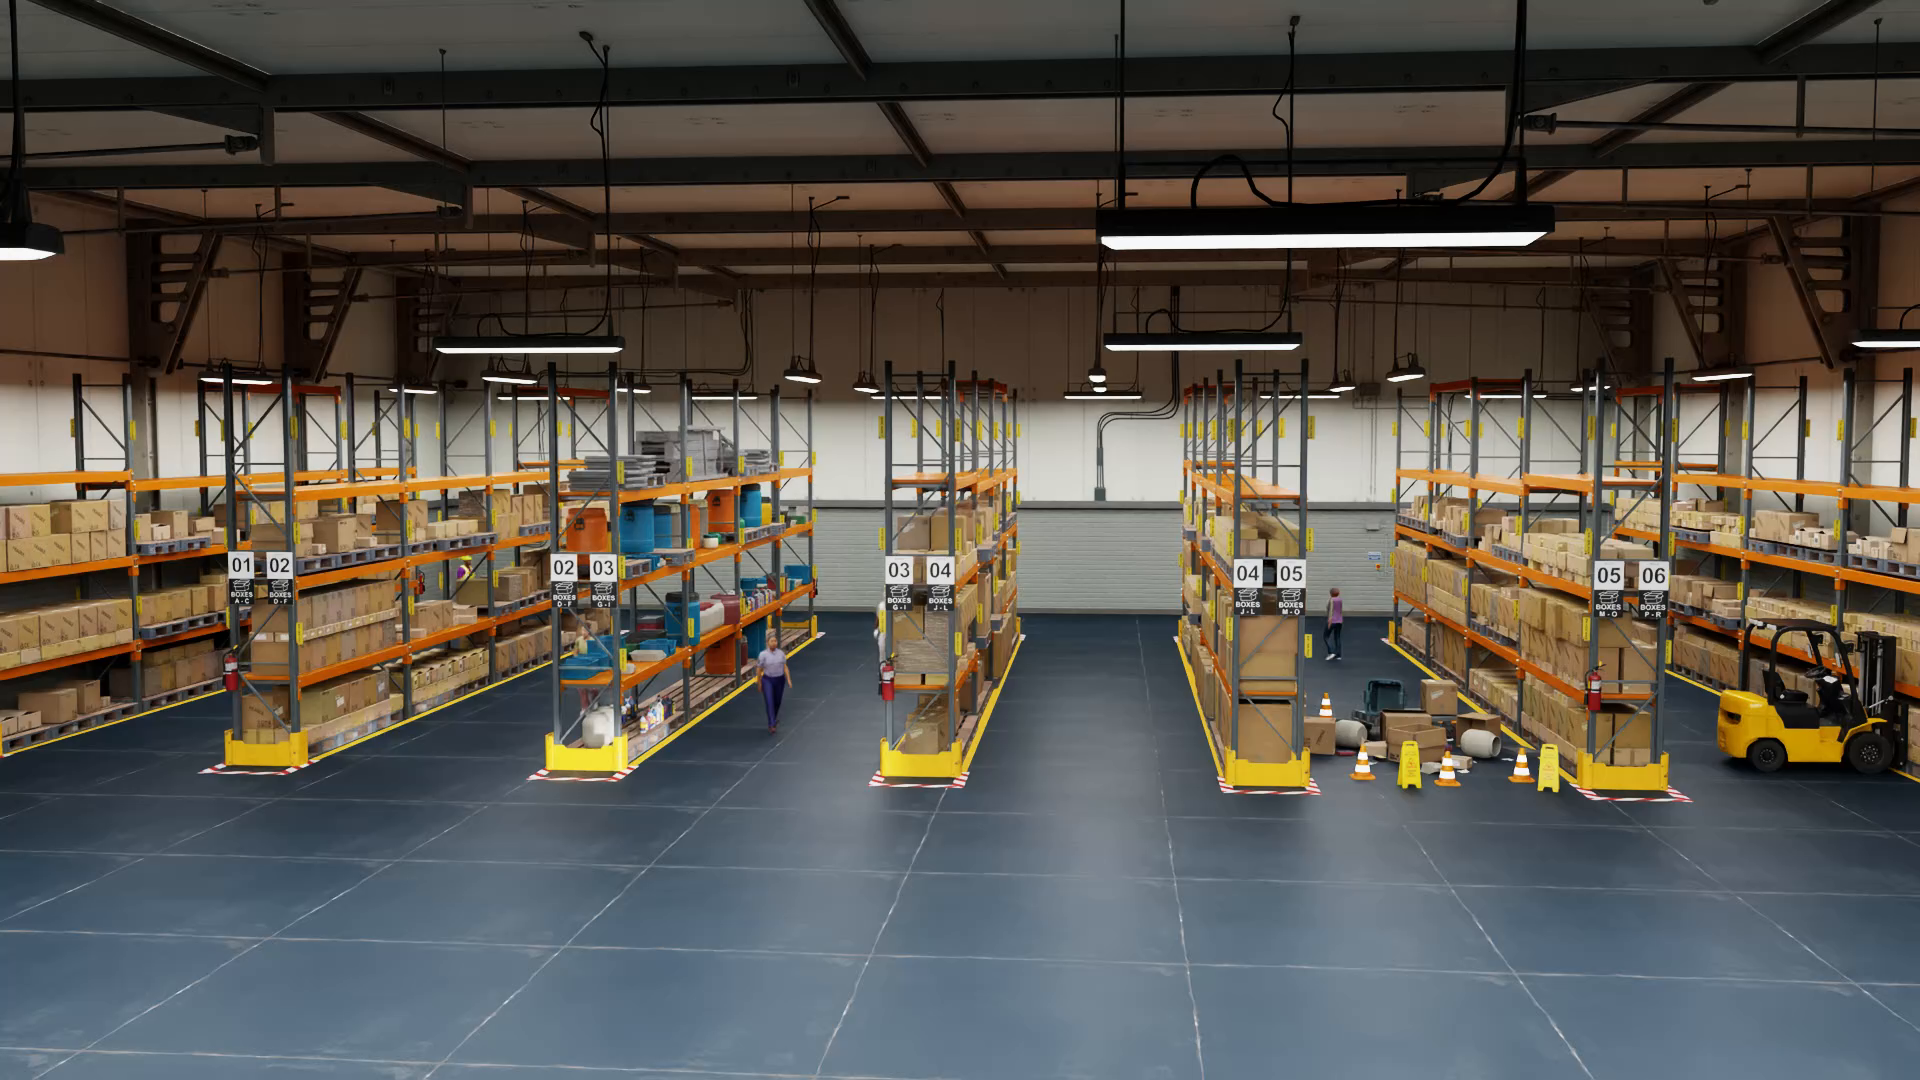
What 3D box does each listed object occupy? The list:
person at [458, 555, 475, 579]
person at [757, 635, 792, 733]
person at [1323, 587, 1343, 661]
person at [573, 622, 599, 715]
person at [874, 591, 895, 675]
[{"bbox_3d":[-12.787,1.269,43.149,0.448,1.767,0.609,0,4,7],"label":"person"},{"bbox_3d":[-3.112,2.368,27.709,0.535,1.580,1.064,-1,4,-21],"label":"person"},{"bbox_3d":[8.171,1.827,36.250,0.446,1.612,0.372,-3,5,-34],"label":"person"},{"bbox_3d":[-6.567,2.255,29.457,0.547,1.647,0.580,0,4,5],"label":"person"},{"bbox_3d":[-1.474,1.863,34.126,0.613,1.715,1.054,0,4,0],"label":"person"}]
